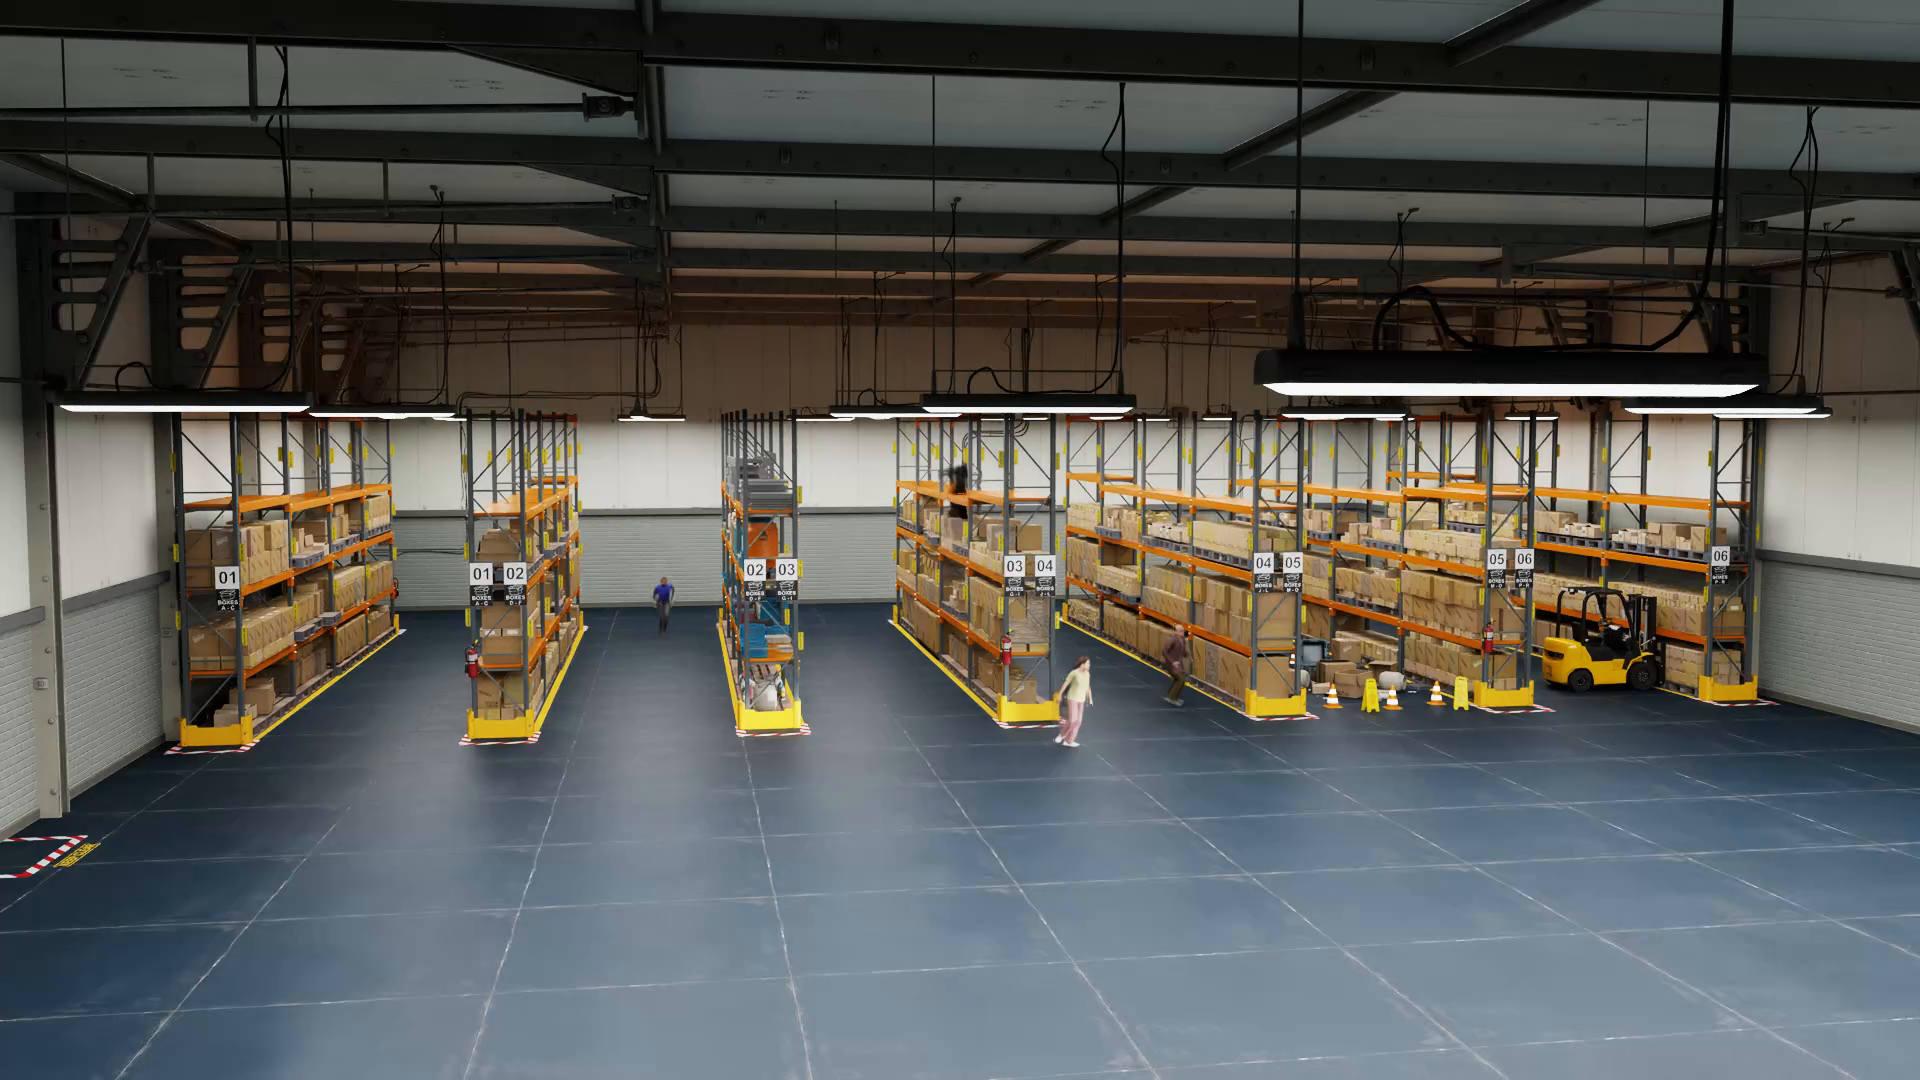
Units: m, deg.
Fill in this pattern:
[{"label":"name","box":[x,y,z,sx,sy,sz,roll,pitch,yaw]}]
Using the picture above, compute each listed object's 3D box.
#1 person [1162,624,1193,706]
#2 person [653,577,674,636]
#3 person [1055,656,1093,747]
[{"label":"person","box":[4.363,2.543,33.910,0.671,1.695,0.745,3,5,36]},{"label":"person","box":[-8.119,1.793,45.451,0.598,1.603,0.959,-2,4,-21]},{"label":"person","box":[2.022,2.856,29.481,0.621,1.635,0.521,-3,5,-38]}]
